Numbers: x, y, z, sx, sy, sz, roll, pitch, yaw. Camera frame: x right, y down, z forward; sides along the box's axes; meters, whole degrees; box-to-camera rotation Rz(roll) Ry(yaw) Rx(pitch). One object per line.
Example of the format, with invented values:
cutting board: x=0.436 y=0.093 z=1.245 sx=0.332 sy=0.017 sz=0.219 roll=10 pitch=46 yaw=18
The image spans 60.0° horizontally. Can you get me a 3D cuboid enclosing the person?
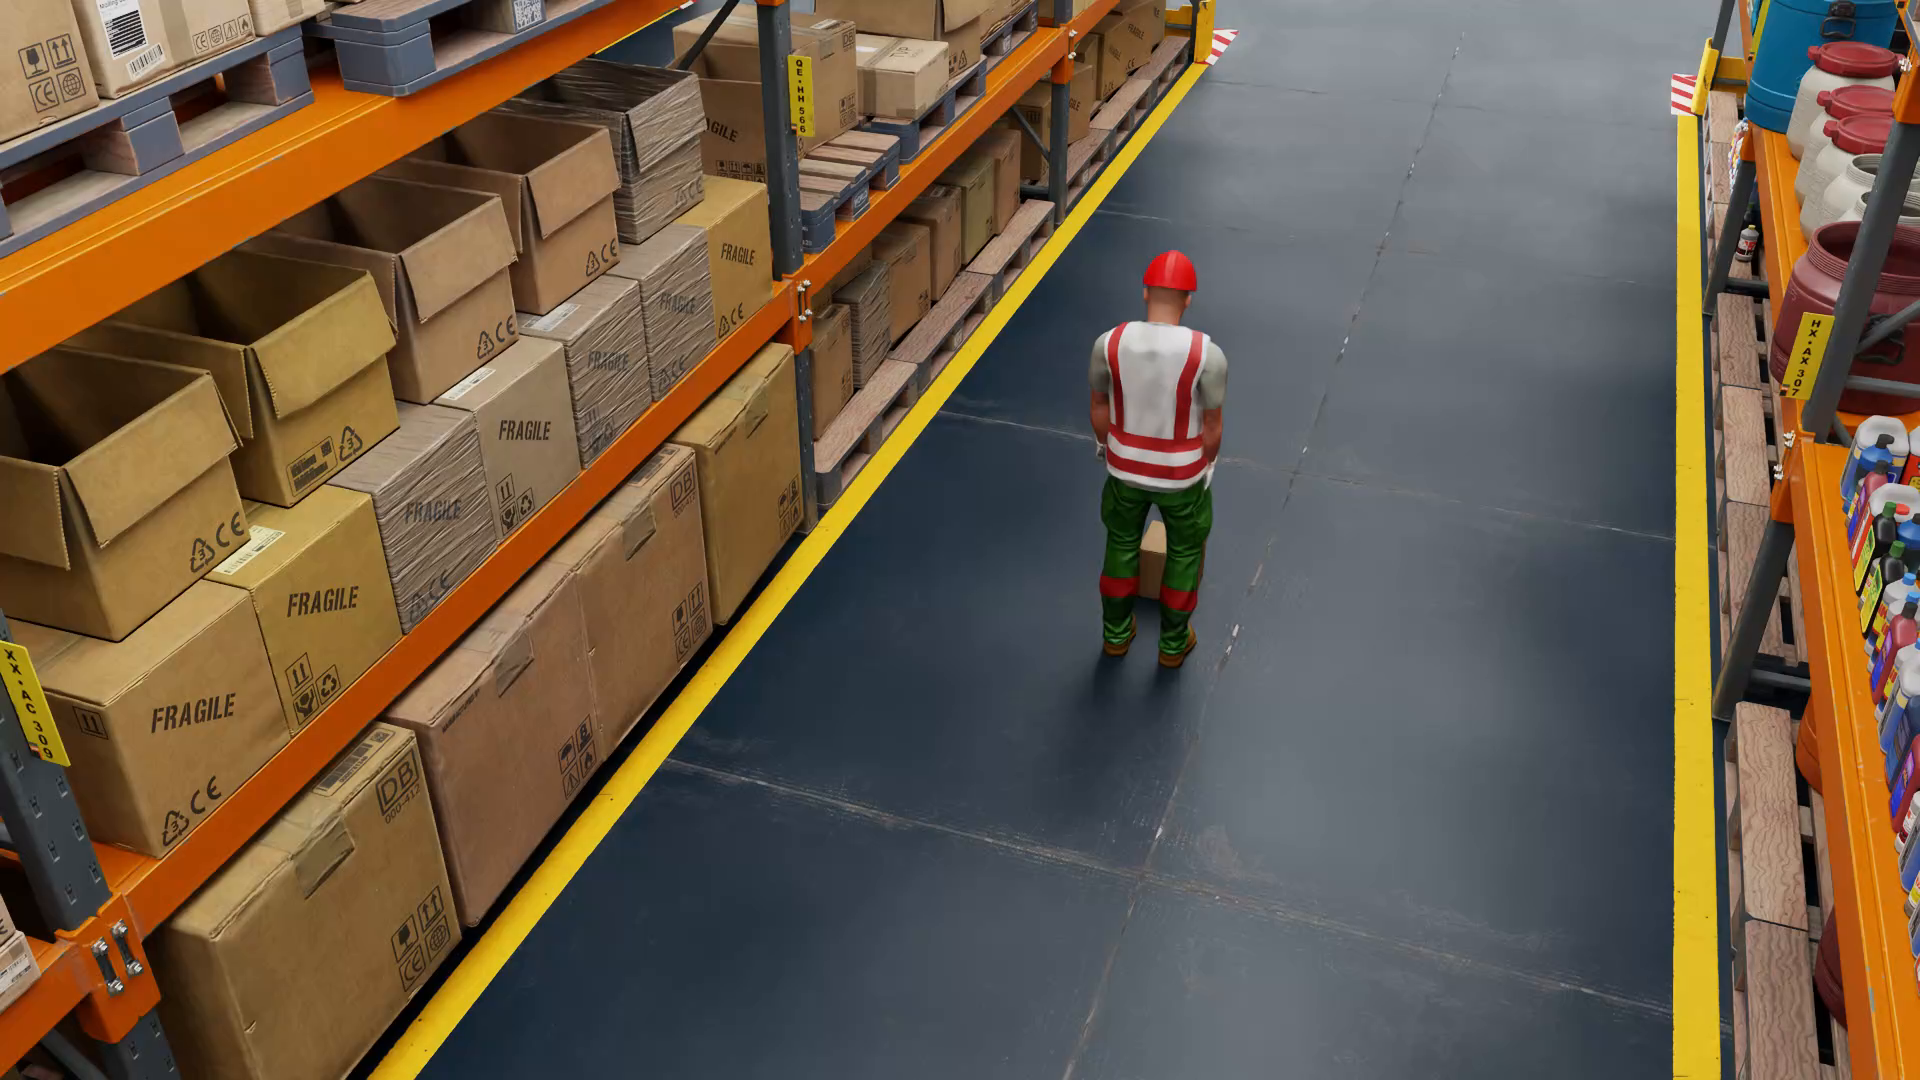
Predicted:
person: x=0.770 y=-0.303 z=6.614 sx=0.536 sy=1.758 sz=0.414 roll=12 pitch=35 yaw=18
